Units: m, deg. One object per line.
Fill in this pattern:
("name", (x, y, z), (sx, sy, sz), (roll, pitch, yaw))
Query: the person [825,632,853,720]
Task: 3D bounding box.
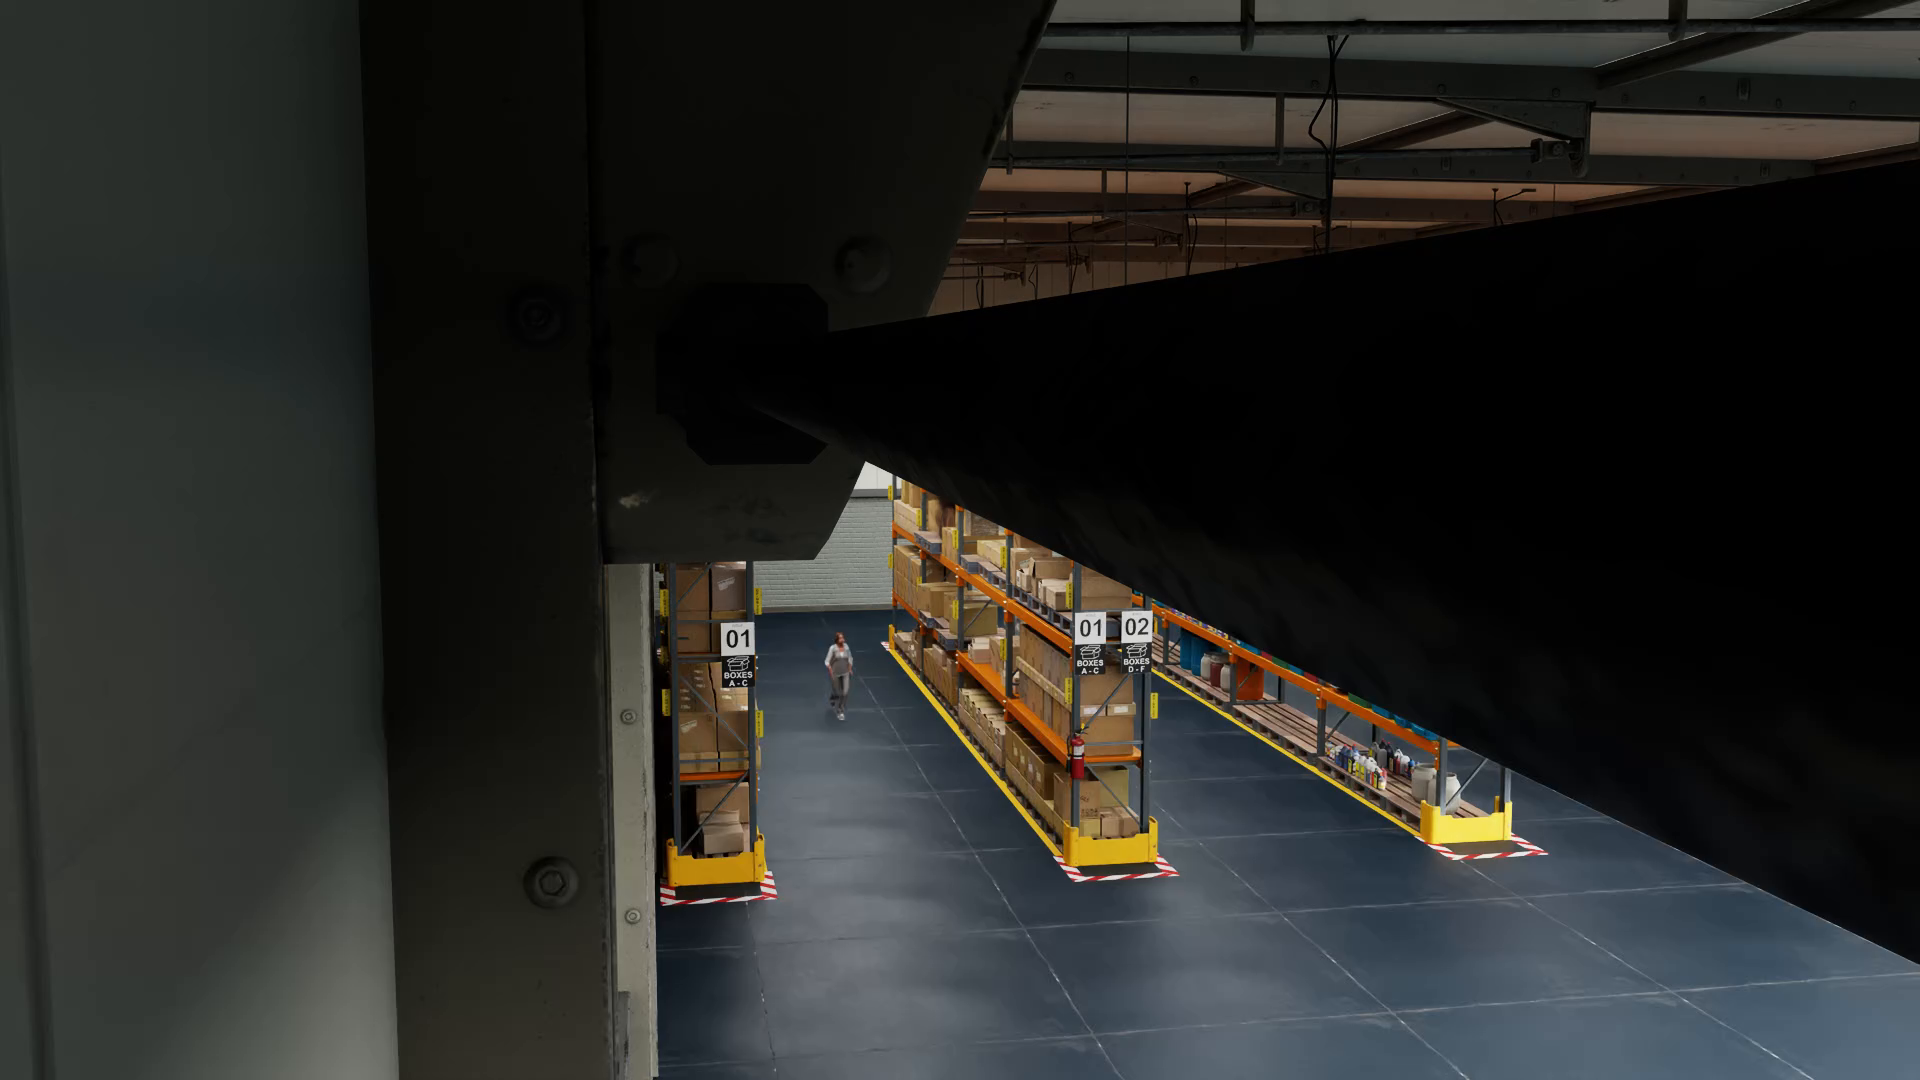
("person", (-2.149, 2.397, 29.489), (0.516, 1.537, 0.666), (-2, 6, -18))
